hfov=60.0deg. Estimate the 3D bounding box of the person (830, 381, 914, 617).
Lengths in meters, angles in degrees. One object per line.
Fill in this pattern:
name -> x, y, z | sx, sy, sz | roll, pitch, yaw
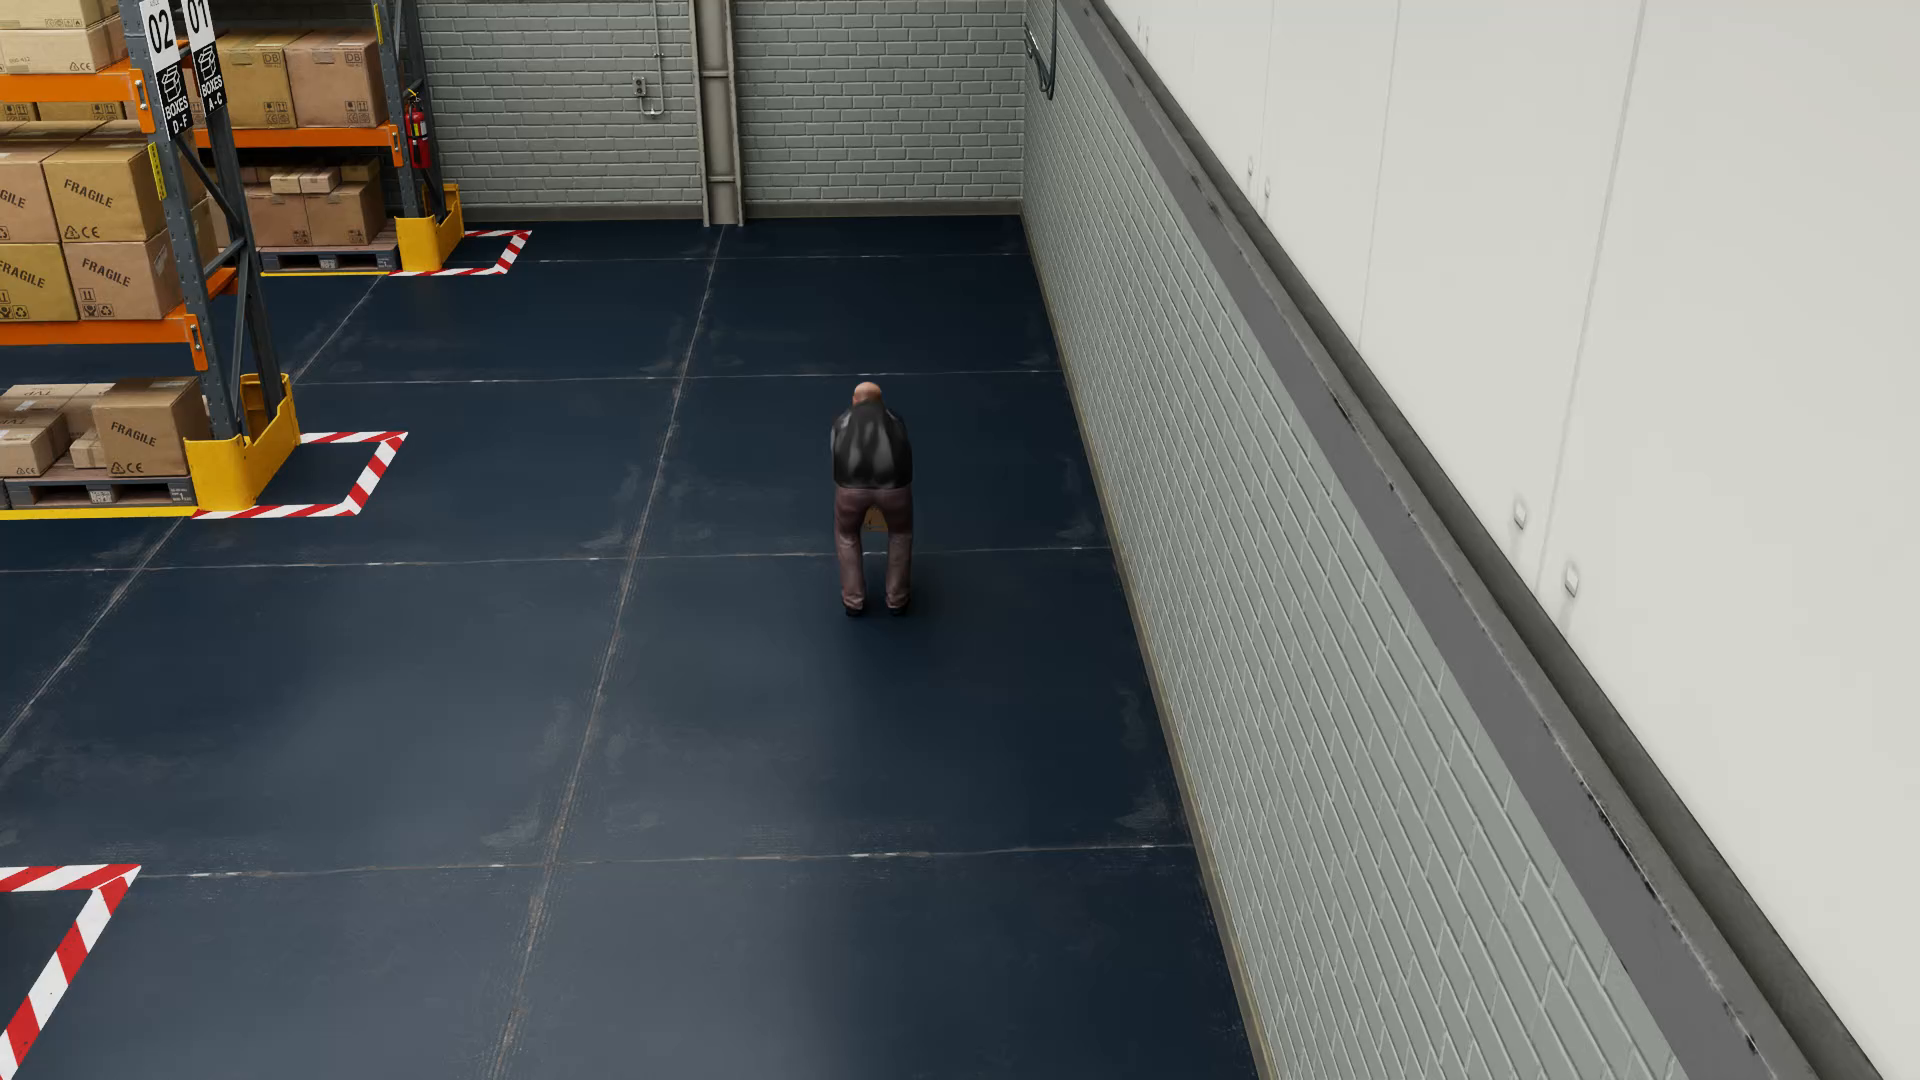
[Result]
person -> -0.511, -0.231, 9.697 | 0.464, 1.169, 0.948 | -2, 27, -4
